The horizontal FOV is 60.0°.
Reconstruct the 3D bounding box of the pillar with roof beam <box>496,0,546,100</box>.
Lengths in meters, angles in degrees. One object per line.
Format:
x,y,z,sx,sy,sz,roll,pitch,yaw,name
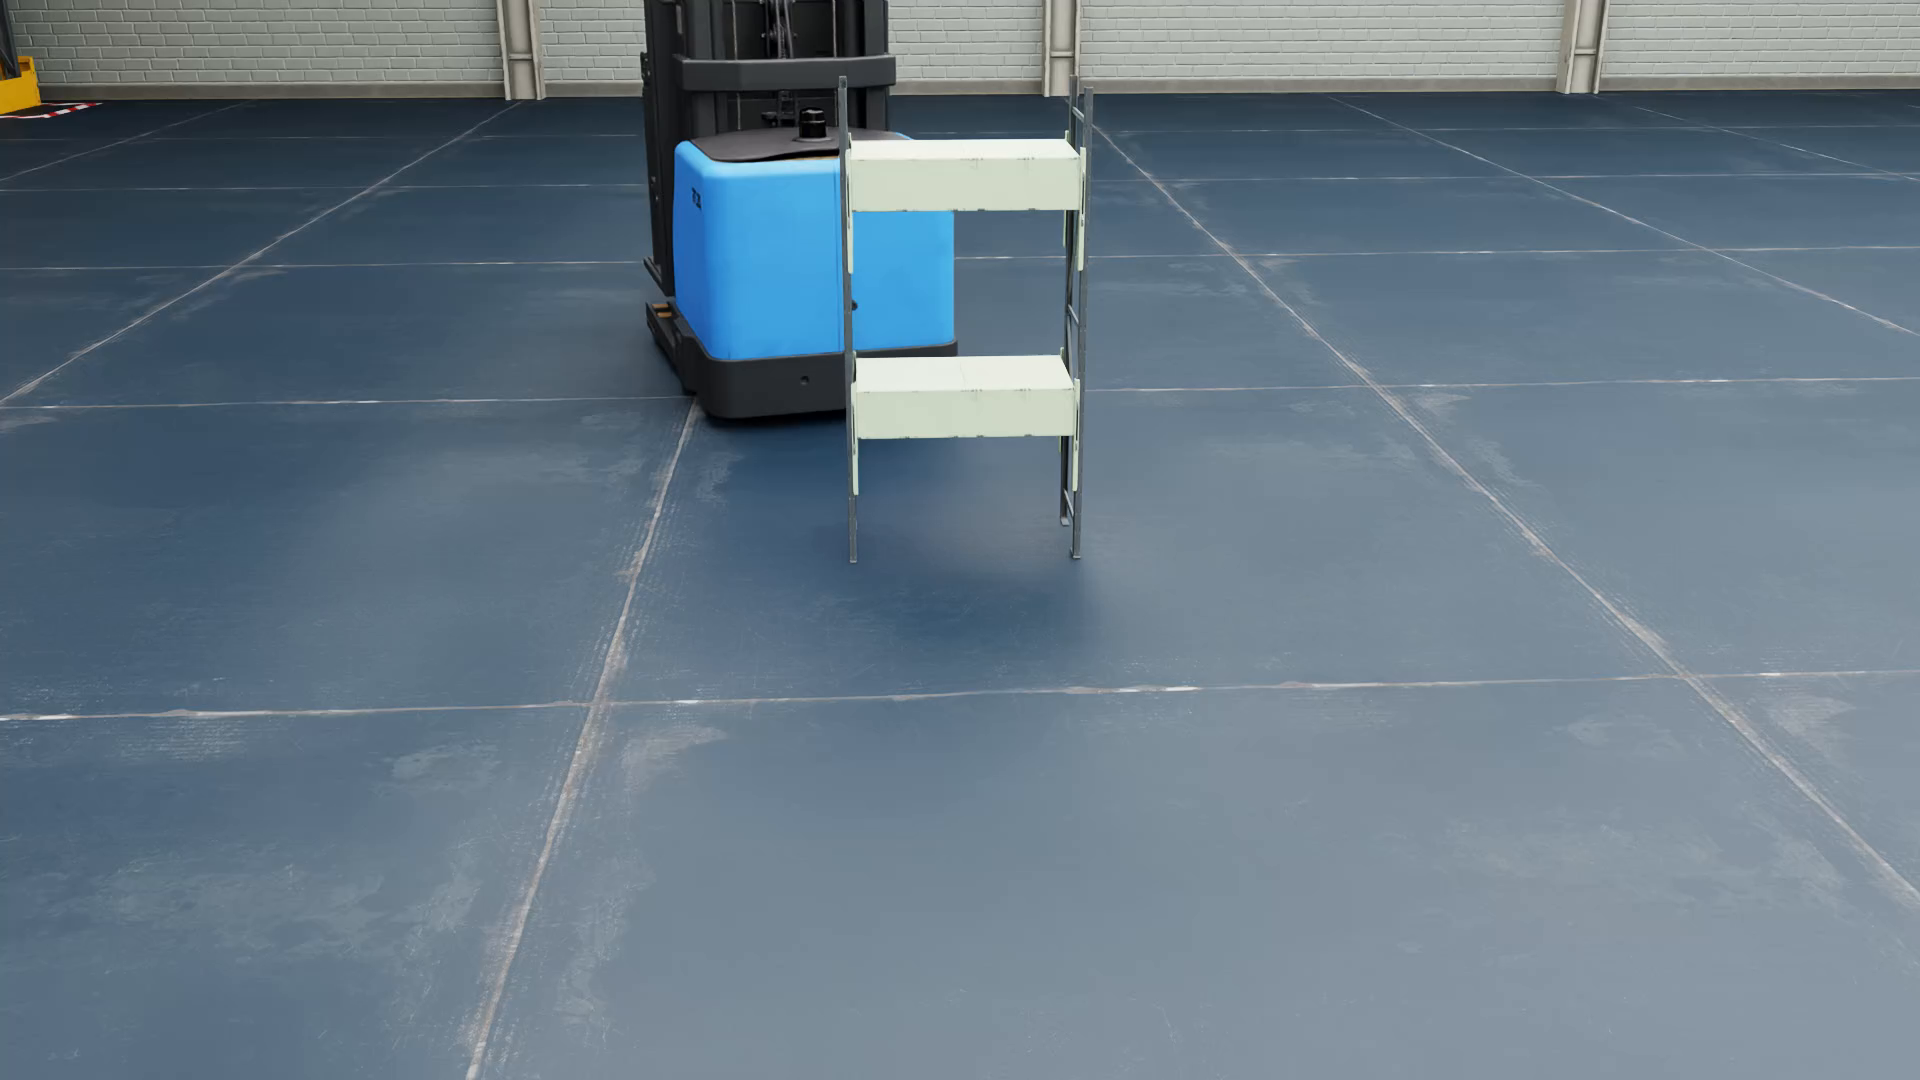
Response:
-4.606,-7.615,12.975,0.400,9.000,9.100,-1,21,-3,pillar with roof beam

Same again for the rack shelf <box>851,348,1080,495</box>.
0.007,-0.396,5.470,0.720,0.370,0.431,-1,21,-3,rack shelf

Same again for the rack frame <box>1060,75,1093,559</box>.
0.372,-0.708,5.374,0.023,1.500,0.400,-1,21,-3,rack frame

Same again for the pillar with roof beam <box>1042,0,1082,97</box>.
1.384,-7.737,13.296,0.400,9.000,9.100,-1,21,-3,pillar with roof beam

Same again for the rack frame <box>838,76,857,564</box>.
-0.359,-0.694,5.335,0.023,1.500,0.400,-1,21,-3,rack frame

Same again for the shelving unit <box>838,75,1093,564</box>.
0.007,-0.701,5.354,0.755,1.500,0.431,-1,21,-3,shelving unit

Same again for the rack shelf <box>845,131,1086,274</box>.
0.007,-1.066,5.216,0.720,0.370,0.431,-1,21,-3,rack shelf

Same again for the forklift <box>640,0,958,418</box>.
-0.932,-2.352,7.680,1.130,2.935,3.031,-6,22,-16,forklift

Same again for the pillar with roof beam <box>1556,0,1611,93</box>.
7.375,-7.859,13.616,0.400,9.000,9.100,-1,21,-3,pillar with roof beam

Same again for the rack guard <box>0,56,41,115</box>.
-10.071,-4.745,17.382,0.348,0.500,1.175,-1,21,-3,rack guard

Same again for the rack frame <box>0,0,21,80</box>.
-10.095,-5.913,16.936,0.127,3.000,1.000,-1,21,-3,rack frame
